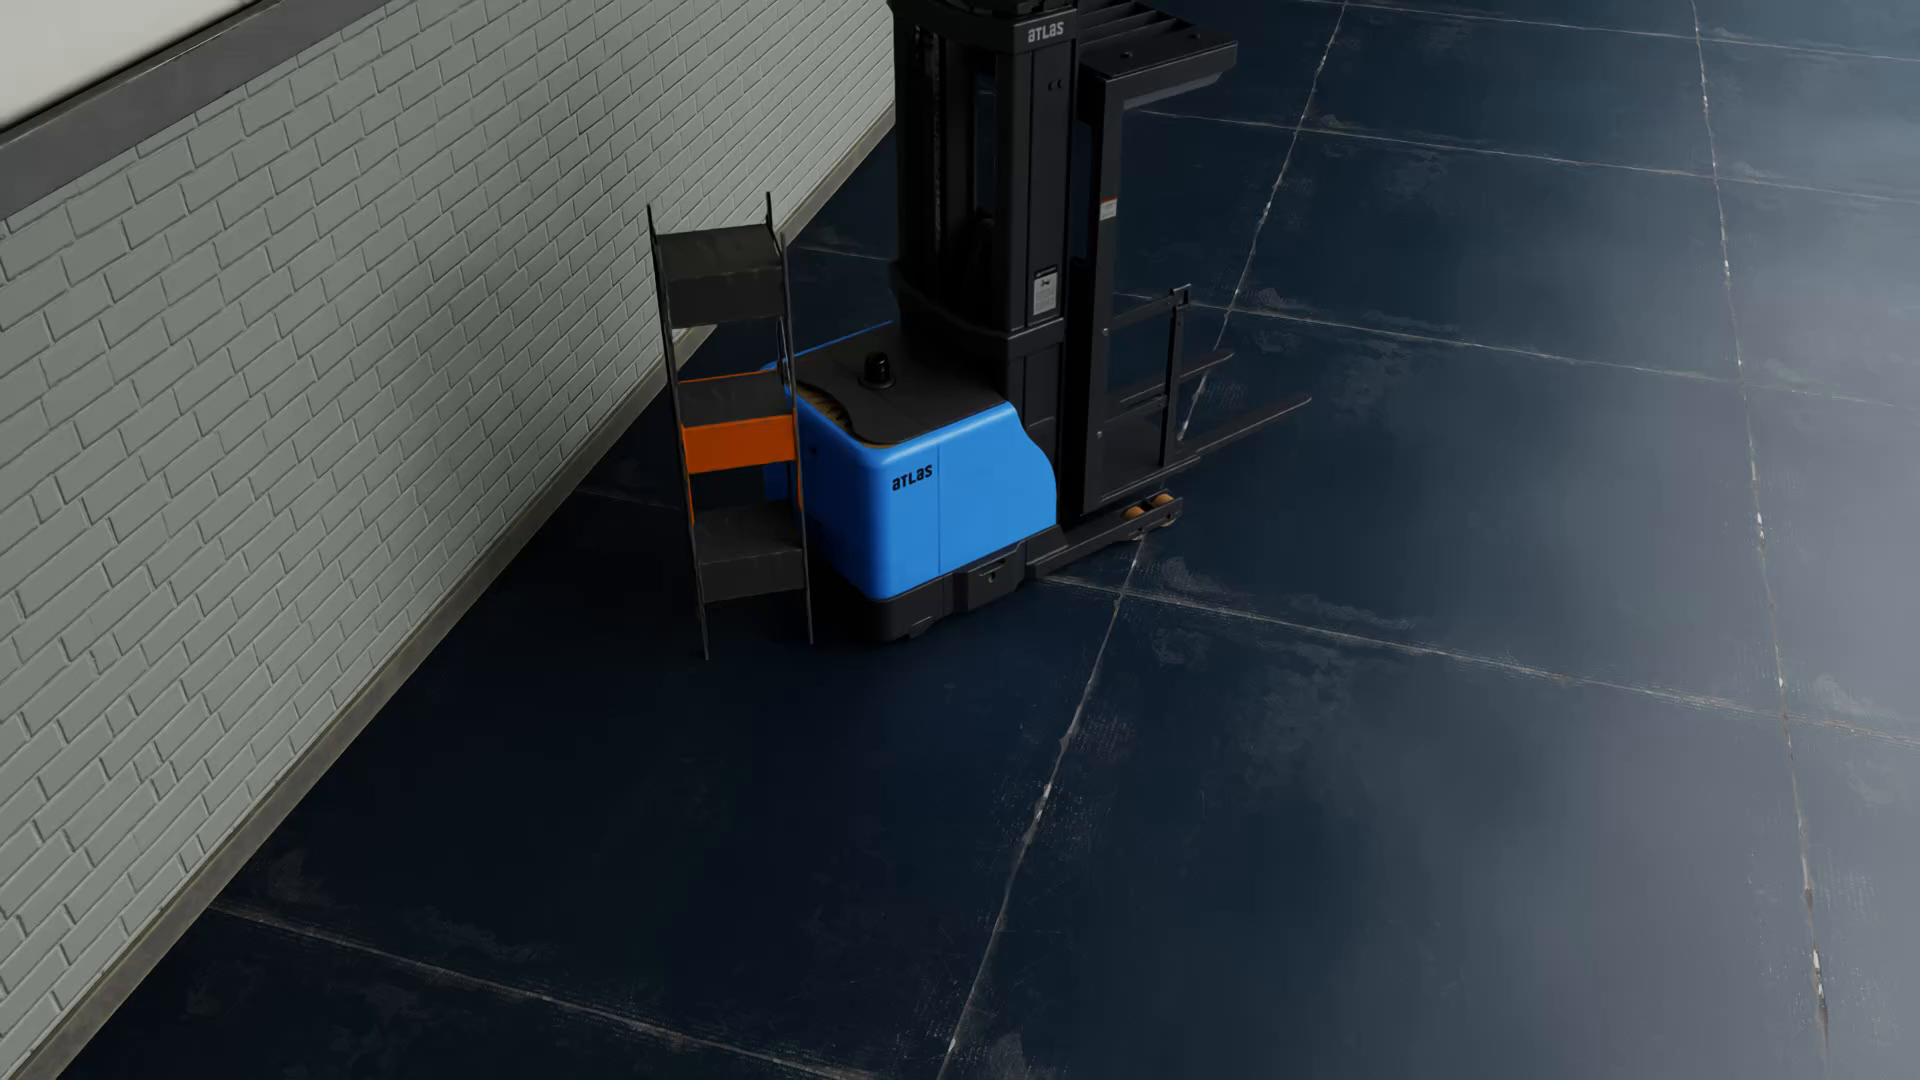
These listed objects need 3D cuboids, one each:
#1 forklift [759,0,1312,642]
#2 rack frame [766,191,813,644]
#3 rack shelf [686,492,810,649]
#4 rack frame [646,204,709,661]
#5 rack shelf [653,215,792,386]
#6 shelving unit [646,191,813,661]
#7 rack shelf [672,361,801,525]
[{"bbox_3d":[0.521,-1.409,7.877,3.031,2.935,1.130,-24,42,-29],"label":"forklift"},{"bbox_3d":[-0.743,-0.473,7.307,0.015,2.100,0.400,-9,37,-12],"label":"rack frame"},{"bbox_3d":[-0.979,0.137,7.681,0.480,0.518,0.431,-9,37,-12],"label":"rack shelf"},{"bbox_3d":[-1.216,-0.402,7.209,0.015,2.100,0.400,-9,37,-12],"label":"rack frame"},{"bbox_3d":[-0.979,-0.990,6.851,0.480,0.518,0.431,-9,37,-12],"label":"rack shelf"},{"bbox_3d":[-0.979,-0.437,7.258,0.503,2.100,0.431,-9,37,-12],"label":"shelving unit"},{"bbox_3d":[-0.979,-0.427,7.266,0.480,0.518,0.431,-9,37,-12],"label":"rack shelf"}]
